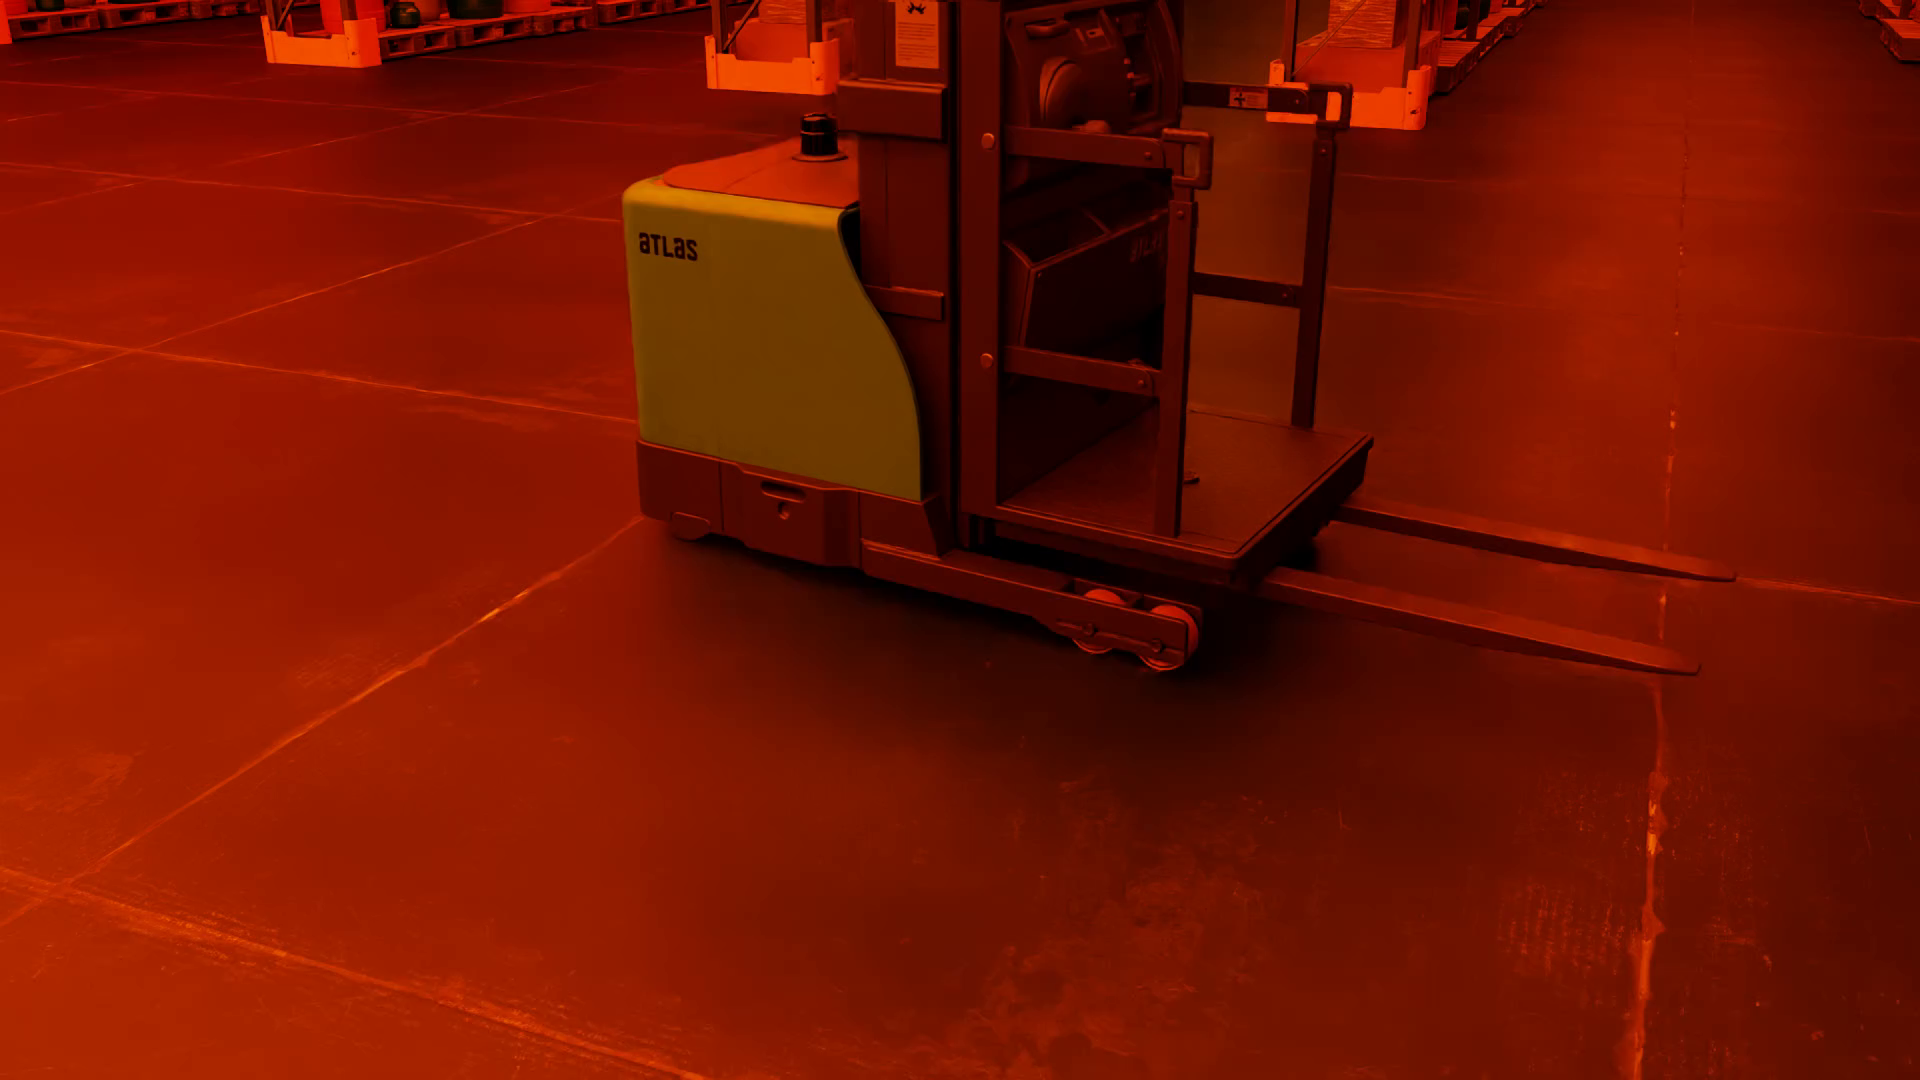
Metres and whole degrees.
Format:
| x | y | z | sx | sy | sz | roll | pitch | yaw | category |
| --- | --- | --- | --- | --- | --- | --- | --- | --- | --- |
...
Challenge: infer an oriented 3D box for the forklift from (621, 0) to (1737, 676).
| x | y | z | sx | sy | sz | roll | pitch | yaw | category |
| --- | --- | --- | --- | --- | --- | --- | --- | --- | --- |
| 0.543 | -1.249 | 4.281 | 3.031 | 2.935 | 1.130 | 13 | 26 | 28 | forklift |
